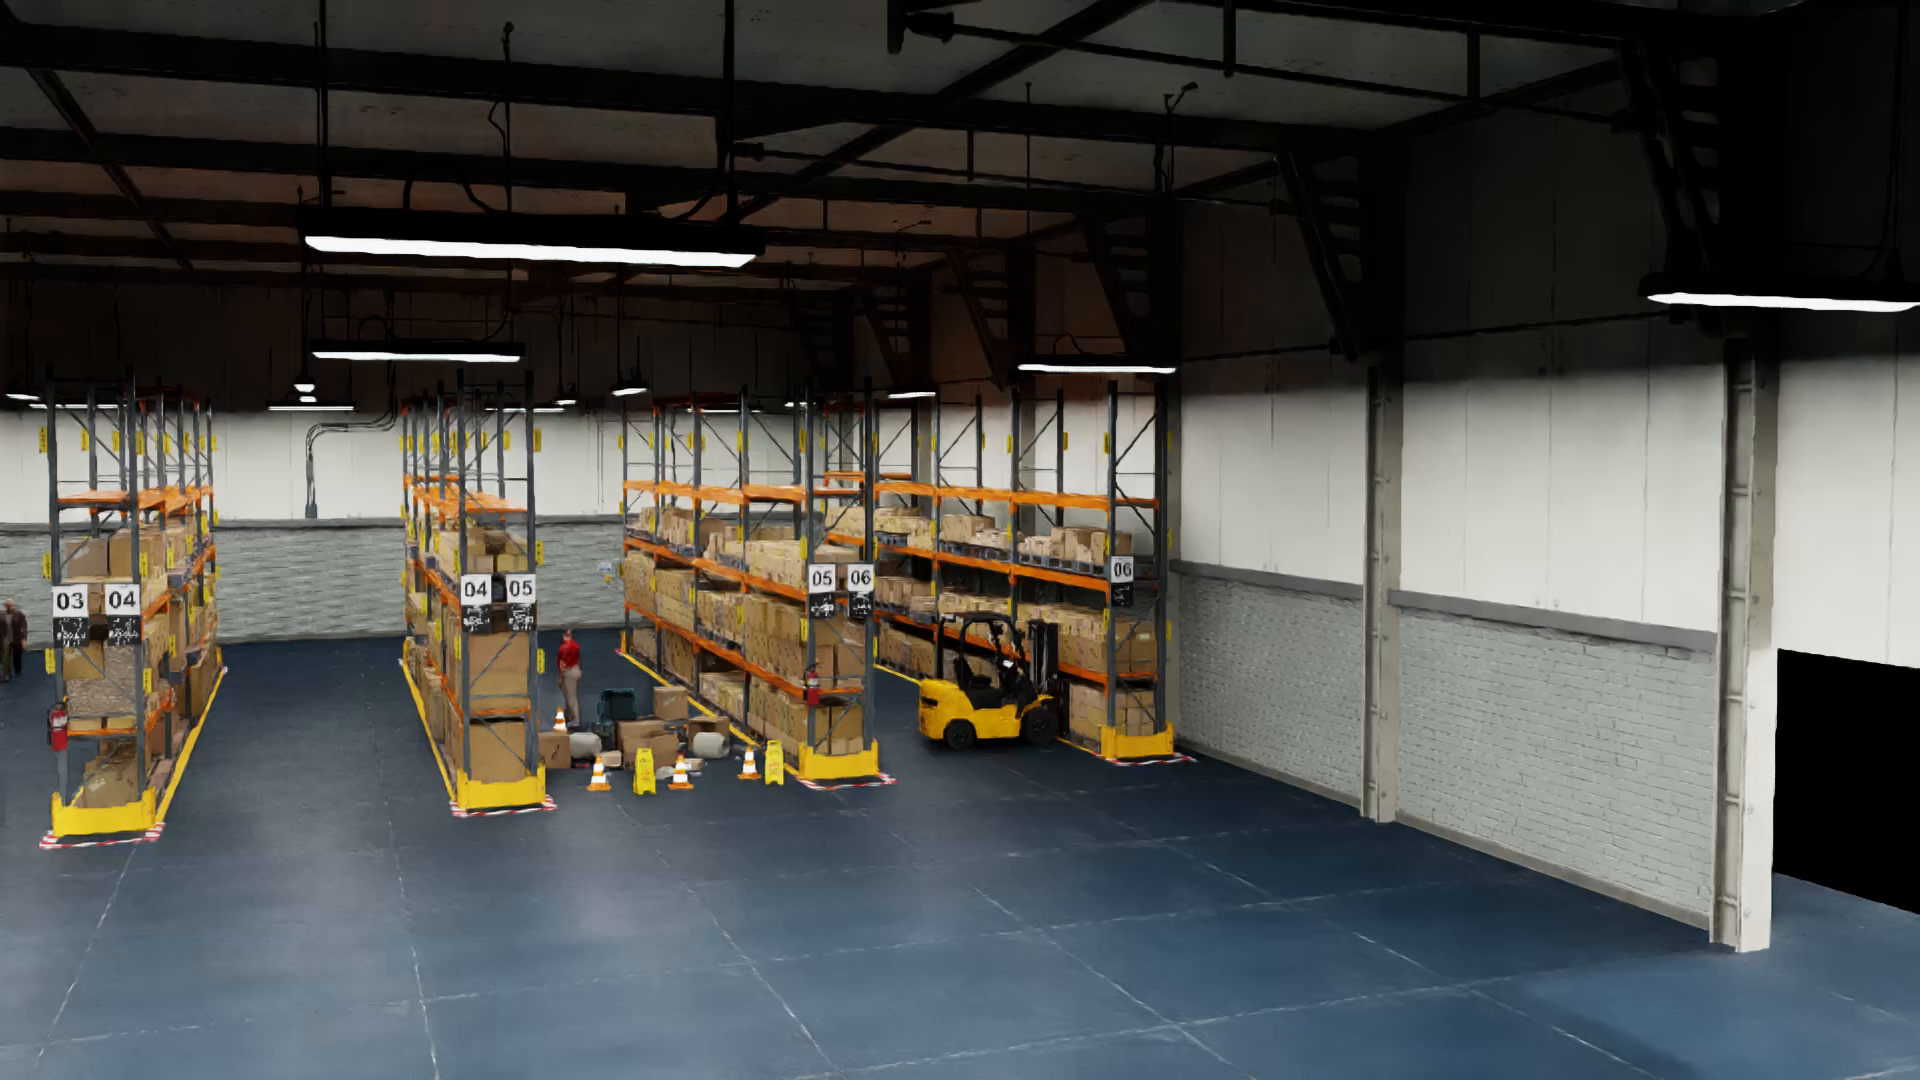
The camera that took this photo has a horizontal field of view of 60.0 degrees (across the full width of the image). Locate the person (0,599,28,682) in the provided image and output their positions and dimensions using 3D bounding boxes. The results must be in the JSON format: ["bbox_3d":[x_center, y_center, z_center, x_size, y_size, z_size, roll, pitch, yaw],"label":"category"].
[{"bbox_3d":[-19.924,2.095,34.958,0.600,1.721,1.110,-1,4,-22],"label":"person"}]

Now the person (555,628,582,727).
[{"bbox_3d":[-6.944,2.412,29.376,0.584,1.717,0.654,1,3,11],"label":"person"}]
